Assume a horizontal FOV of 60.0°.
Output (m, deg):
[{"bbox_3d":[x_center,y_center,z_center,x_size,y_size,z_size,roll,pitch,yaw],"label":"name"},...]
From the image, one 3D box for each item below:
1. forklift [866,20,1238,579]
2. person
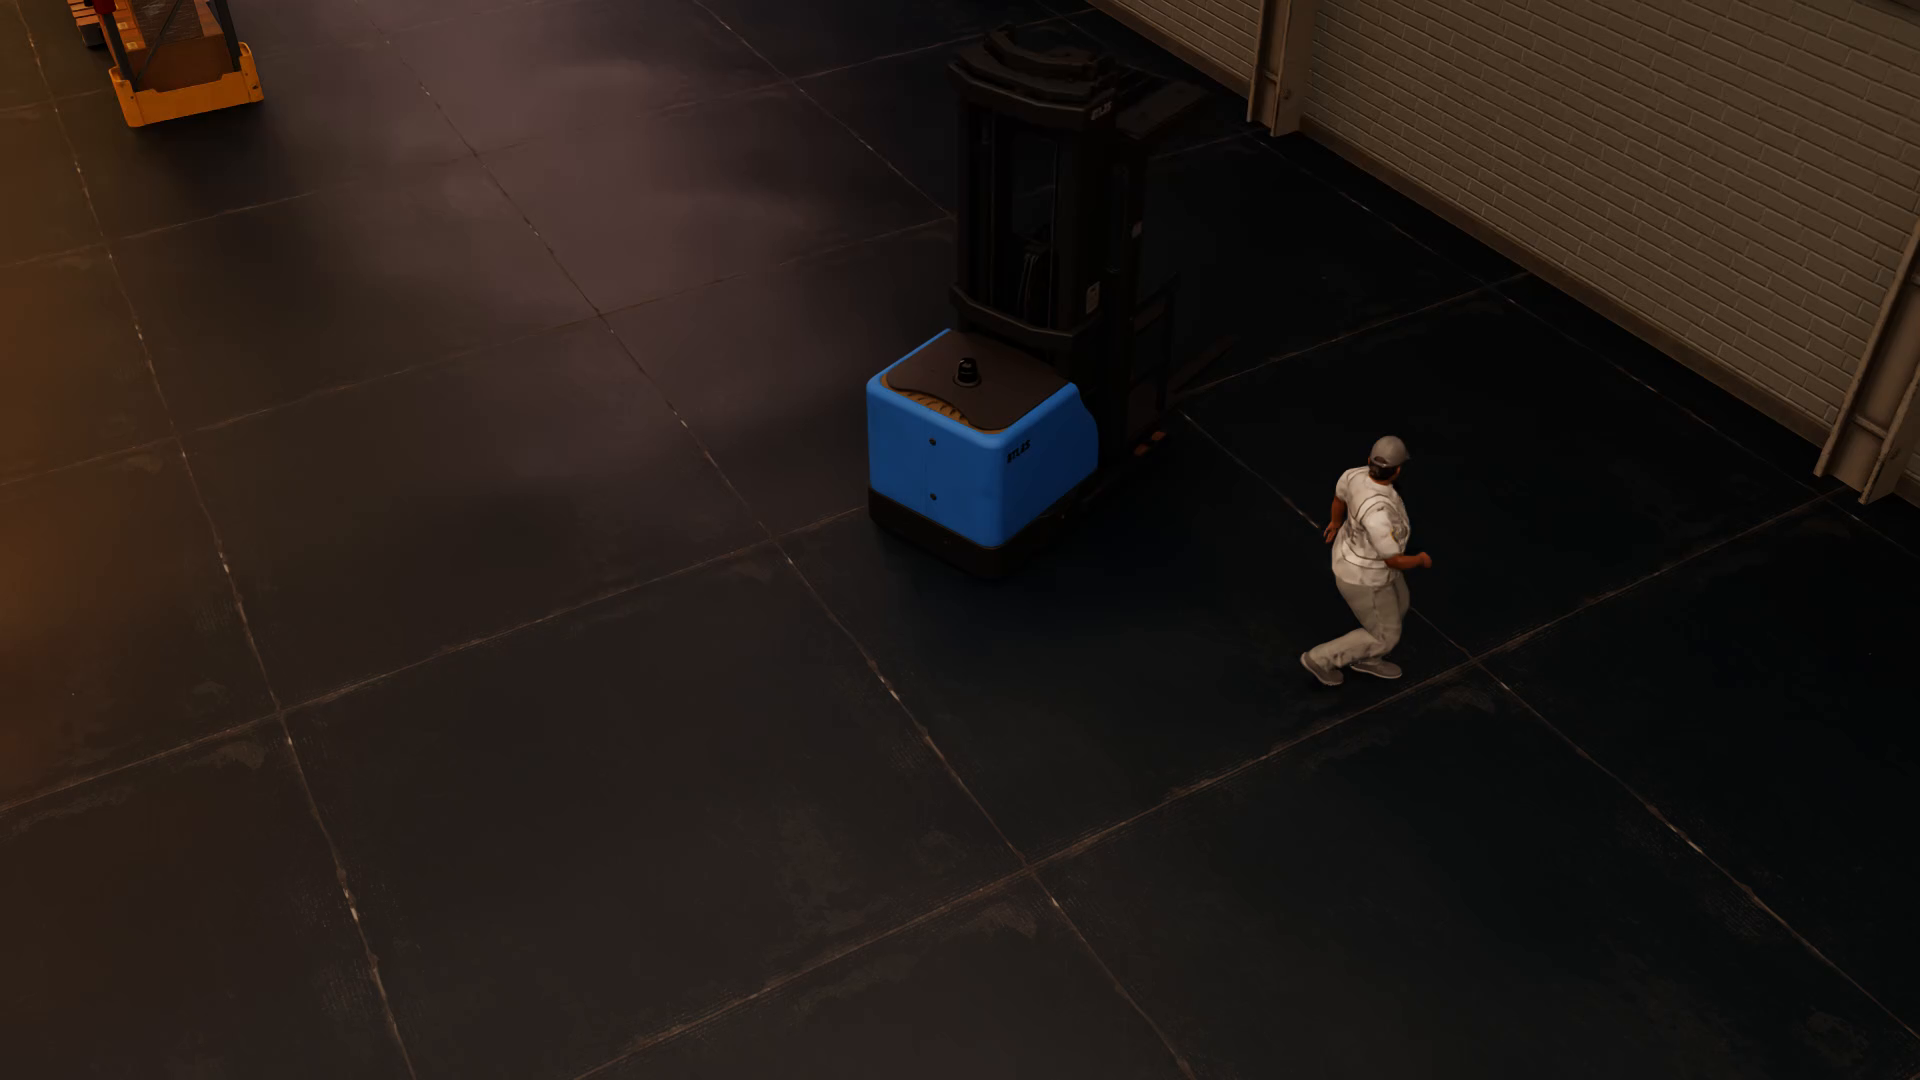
[{"bbox_3d":[0.748,-1.769,10.169,1.130,2.935,3.031,27,47,29],"label":"forklift"},{"bbox_3d":[2.217,0.122,8.938,0.595,1.610,0.630,8,40,9],"label":"person"}]
